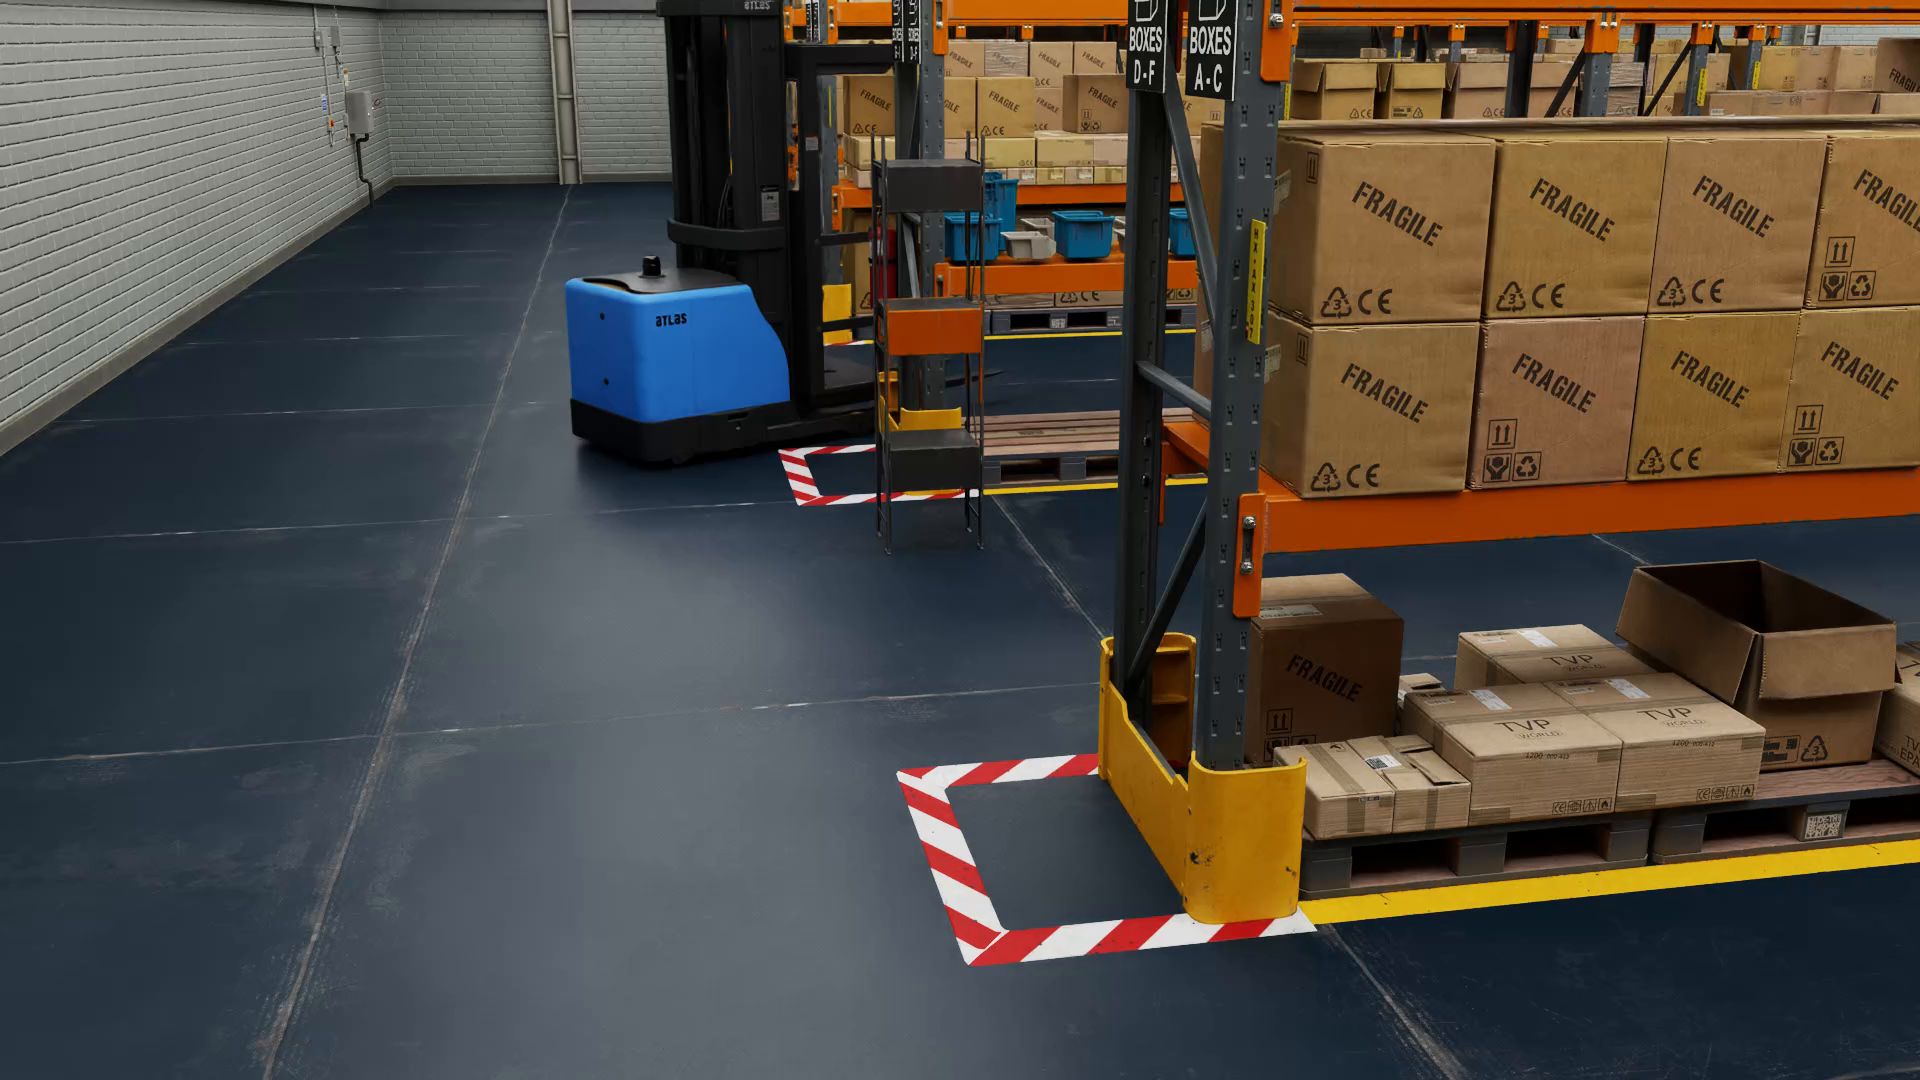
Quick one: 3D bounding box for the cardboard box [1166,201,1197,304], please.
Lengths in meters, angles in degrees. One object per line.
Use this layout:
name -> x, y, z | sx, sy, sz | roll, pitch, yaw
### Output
cardboard box -> 2.084, -2.691, 15.369 | 0.875, 0.875, 0.875 | -3, 17, -10

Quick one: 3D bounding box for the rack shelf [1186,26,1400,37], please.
rack shelf -> 5.813, -9.232, 29.876 | 4.000, 0.370, 1.077 | -3, 17, -10

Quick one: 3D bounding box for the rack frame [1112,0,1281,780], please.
rack frame -> 0.696, -0.441, 5.140 | 0.127, 3.000, 1.000 | -3, 17, -10

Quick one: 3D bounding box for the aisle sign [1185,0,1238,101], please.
aisle sign -> 0.684, -1.596, 4.470 | 0.004, 0.787, 0.394 | -3, 17, -10

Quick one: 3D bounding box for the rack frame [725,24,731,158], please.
rack frame -> -4.005, -7.585, 28.398 | 0.127, 3.000, 1.000 | -3, 17, -10

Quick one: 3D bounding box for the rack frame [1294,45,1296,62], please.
rack frame -> 4.795, -6.600, 25.190 | 0.127, 3.000, 1.000 | -3, 17, -10

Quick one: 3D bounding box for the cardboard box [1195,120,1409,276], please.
cardboard box -> 1.081, -1.071, 5.317 | 0.500, 0.500, 0.500 | -3, 17, -11

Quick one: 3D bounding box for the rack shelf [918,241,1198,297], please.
rack shelf -> 1.723, -1.637, 10.258 | 4.000, 0.370, 1.077 | -3, 17, -10

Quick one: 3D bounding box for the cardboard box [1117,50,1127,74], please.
cardboard box -> 2.341, -6.908, 24.320 | 0.500, 0.500, 0.500 | -4, 17, -12

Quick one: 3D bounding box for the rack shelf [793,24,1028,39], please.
rack shelf -> -1.096, -7.356, 23.767 | 4.000, 0.370, 1.077 | -3, 17, -10

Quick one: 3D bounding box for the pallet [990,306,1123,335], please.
pallet -> 0.786, -2.098, 15.284 | 1.213, 0.211, 1.003 | -3, 17, -10

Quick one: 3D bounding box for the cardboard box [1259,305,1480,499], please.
cardboard box -> 1.181, -0.438, 4.958 | 0.500, 0.500, 0.500 | -3, 17, -9

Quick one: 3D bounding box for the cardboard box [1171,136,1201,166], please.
cardboard box -> 1.856, -3.461, 14.719 | 0.500, 0.250, 0.500 | -3, 17, -9

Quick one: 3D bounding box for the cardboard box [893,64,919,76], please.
cardboard box -> -0.521, -5.402, 18.910 | 0.500, 0.500, 0.500 | -4, 17, -12

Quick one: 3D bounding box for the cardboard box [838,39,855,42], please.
cardboard box -> -1.635, -6.996, 23.503 | 0.250, 0.149, 0.380 | -3, 17, -10

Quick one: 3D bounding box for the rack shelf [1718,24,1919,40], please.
rack shelf -> 11.724, -6.603, 21.316 | 4.000, 0.370, 1.077 | -3, 17, -10

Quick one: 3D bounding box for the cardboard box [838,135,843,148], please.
cardboard box -> -1.399, -4.562, 18.985 | 0.250, 0.149, 0.380 | -3, 17, -8

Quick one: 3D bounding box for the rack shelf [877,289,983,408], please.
rack shelf -> -0.162, -0.981, 8.477 | 0.480, 0.518, 0.431 | -3, 17, -10

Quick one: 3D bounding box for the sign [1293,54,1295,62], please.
sign -> 4.903, -6.993, 24.500 | 0.005, 0.325, 0.100 | -3, 17, -10

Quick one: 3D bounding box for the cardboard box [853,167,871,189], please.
cardboard box -> -0.769, -3.102, 14.230 | 0.250, 0.149, 0.380 | -3, 17, -10

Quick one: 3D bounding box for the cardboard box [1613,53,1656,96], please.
cardboard box -> 8.273, -5.840, 20.845 | 0.500, 0.500, 0.700 | -3, 17, -10

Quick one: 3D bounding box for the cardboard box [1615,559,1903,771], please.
cardboard box -> 2.779, 0.425, 5.822 | 0.637, 0.503, 0.797 | -3, 17, -10

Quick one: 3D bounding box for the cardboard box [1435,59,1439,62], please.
cardboard box -> 7.318, -7.066, 25.317 | 0.500, 0.500, 0.500 | -3, 17, -9

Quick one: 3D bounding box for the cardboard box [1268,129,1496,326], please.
cardboard box -> 1.181, -0.916, 4.811 | 0.500, 0.500, 0.500 | -3, 17, -9

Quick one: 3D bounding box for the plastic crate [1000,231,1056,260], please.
plastic crate -> 0.395, -1.685, 9.536 | 0.298, 0.136, 0.250 | -3, 17, -10

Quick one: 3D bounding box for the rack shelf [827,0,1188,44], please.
rack shelf -> 0.784, -4.499, 14.466 | 4.000, 0.370, 1.077 | -3, 17, -10

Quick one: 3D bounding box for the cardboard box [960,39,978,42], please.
cardboard box -> 0.099, -7.109, 23.872 | 0.250, 0.149, 0.380 | -3, 17, -10

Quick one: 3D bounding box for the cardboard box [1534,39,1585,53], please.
cardboard box -> 9.195, -7.452, 25.587 | 0.500, 0.500, 0.700 | -3, 17, -11

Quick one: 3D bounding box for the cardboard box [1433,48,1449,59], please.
cardboard box -> 7.373, -7.368, 25.196 | 0.250, 0.149, 0.380 | -4, 18, -13

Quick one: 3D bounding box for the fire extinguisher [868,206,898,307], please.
fire extinguisher -> -0.475, -1.777, 10.255 | 0.183, 0.674, 0.296 | -3, 17, -10

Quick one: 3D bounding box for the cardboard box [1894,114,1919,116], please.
cardboard box -> 3.601, -1.216, 5.788 | 0.500, 0.500, 0.500 | -4, 17, -12

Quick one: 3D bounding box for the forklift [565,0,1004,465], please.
forklift -> -1.064, -2.198, 10.976 | 3.031, 2.935, 1.130 | -14, 22, -37

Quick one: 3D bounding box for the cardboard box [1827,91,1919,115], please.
cardboard box -> 8.918, -4.093, 16.137 | 0.637, 0.503, 0.797 | -1, 17, -5

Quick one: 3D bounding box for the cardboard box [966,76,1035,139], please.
cardboard box -> 0.341, -3.734, 14.330 | 0.500, 0.500, 0.500 | -4, 17, -12

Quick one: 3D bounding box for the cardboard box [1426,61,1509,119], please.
cardboard box -> 4.656, -4.159, 15.366 | 0.637, 0.503, 0.797 | -3, 17, -9

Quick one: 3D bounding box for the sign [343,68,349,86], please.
sign -> -9.040, -6.814, 24.482 | 0.001, 0.242, 0.339 | -3, 17, -10

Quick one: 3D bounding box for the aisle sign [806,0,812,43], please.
aisle sign -> -1.307, -4.622, 14.325 | 0.004, 0.787, 0.394 | -3, 17, -10

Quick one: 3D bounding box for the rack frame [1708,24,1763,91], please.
rack frame -> 9.761, -5.401, 21.288 | 0.127, 3.000, 1.000 | -3, 17, -10

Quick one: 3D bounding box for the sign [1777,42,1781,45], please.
sign -> 12.735, -7.589, 25.900 | 0.005, 0.325, 0.100 | -3, 17, -10

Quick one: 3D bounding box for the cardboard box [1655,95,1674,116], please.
cardboard box -> 8.803, -5.315, 20.836 | 0.500, 0.500, 0.500 | -3, 17, -11

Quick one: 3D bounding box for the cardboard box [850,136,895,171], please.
cardboard box -> -0.657, -3.317, 14.250 | 0.500, 0.250, 0.500 | -4, 17, -12

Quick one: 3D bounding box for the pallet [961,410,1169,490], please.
pallet -> 0.577, -0.571, 10.312 | 1.213, 0.211, 1.003 | -3, 17, -10

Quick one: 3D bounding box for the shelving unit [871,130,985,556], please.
shelving unit -> -0.162, -0.995, 8.473 | 0.503, 2.100, 0.431 | -3, 17, -10

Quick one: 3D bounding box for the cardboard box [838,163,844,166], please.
cardboard box -> -2.002, -6.634, 28.845 | 0.500, 0.500, 0.500 | -3, 17, -9

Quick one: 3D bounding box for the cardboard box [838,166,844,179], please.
cardboard box -> -1.534, -5.249, 24.441 | 0.875, 0.438, 0.875 | -3, 17, -9

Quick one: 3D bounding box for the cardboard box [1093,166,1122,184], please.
cardboard box -> 1.249, -3.217, 14.604 | 0.250, 0.149, 0.380 | -4, 17, -11

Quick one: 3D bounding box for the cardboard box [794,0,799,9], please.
cardboard box -> -1.625, -6.197, 19.024 | 0.500, 0.250, 0.500 | -4, 17, -12

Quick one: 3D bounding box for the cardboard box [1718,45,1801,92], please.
cardboard box -> 10.129, -6.000, 21.142 | 0.550, 0.550, 0.875 | -3, 17, -10

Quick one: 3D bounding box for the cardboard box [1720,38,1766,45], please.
cardboard box -> 12.189, -7.622, 26.138 | 0.500, 0.500, 0.700 | -4, 17, -12
